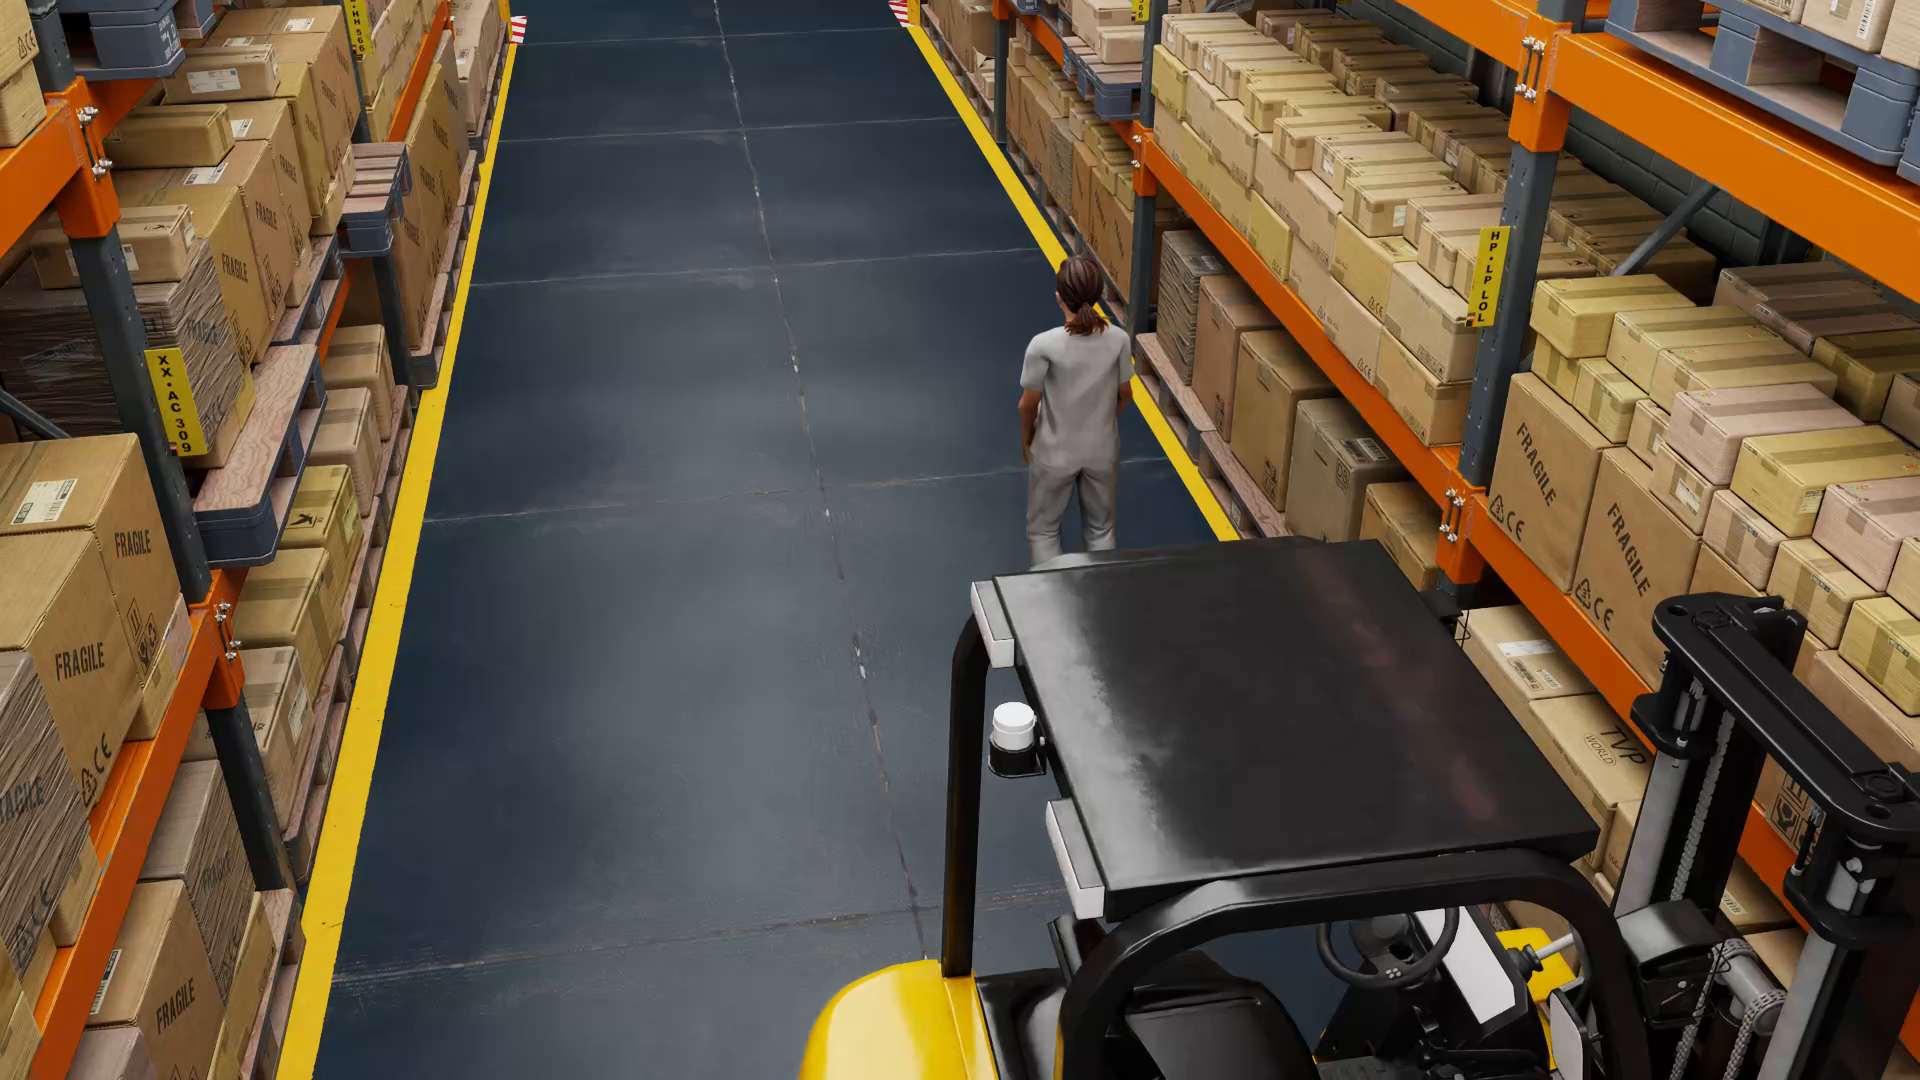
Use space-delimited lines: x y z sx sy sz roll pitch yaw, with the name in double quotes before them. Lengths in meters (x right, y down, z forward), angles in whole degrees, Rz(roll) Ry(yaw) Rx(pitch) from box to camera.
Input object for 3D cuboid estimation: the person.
"person" 0.453 -0.359 6.733 0.466 1.676 0.412 -6 31 -10
